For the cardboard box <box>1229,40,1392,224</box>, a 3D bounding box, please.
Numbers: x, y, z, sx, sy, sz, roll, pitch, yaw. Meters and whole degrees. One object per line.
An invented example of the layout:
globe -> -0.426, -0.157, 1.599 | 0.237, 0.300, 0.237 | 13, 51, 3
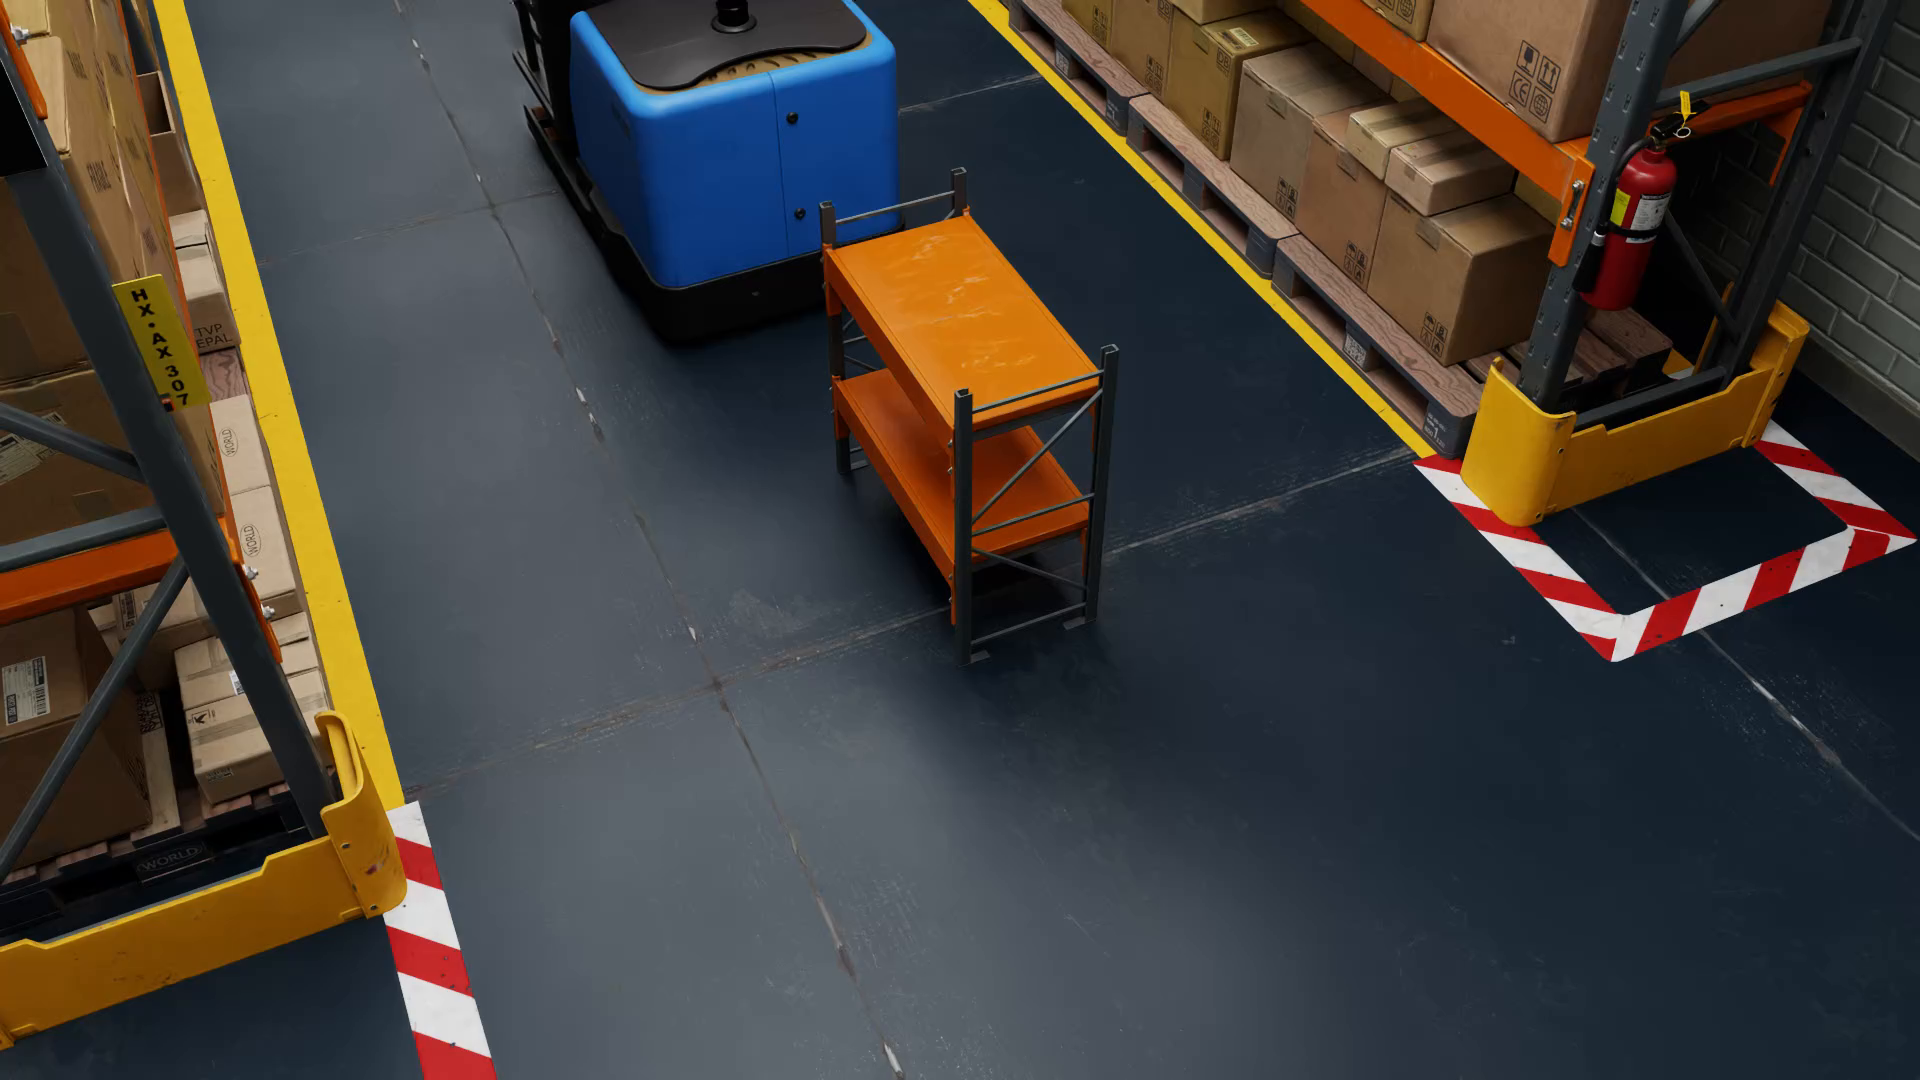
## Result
cardboard box -> 1.562, -1.709, 6.827 | 0.700, 0.500, 0.500 | -19, 48, -19

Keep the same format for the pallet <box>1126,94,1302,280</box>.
pallet -> 1.453, -1.664, 7.286 | 1.003, 0.211, 1.213 | -18, 47, -17

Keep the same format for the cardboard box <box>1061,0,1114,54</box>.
cardboard box -> 0.909, -2.696, 7.827 | 0.700, 0.500, 0.500 | -17, 47, -17

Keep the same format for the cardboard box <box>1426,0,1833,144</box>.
cardboard box -> 2.146, -1.823, 5.248 | 0.980, 0.700, 0.700 | -16, 47, -16

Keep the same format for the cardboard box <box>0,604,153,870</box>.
cardboard box -> -2.575, 0.531, 4.543 | 0.500, 0.500, 0.500 | -18, 47, -17

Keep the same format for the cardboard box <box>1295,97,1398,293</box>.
cardboard box -> 1.774, -1.389, 6.503 | 0.700, 0.500, 0.500 | -18, 47, -18

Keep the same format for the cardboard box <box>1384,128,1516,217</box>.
cardboard box -> 1.765, -1.329, 5.980 | 0.380, 0.149, 0.250 | -19, 48, -18

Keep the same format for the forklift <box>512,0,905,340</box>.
forklift -> -1.319, -2.856, 6.558 | 1.130, 2.935, 3.031 | -19, 48, -18

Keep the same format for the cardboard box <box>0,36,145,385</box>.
cardboard box -> -2.071, -0.681, 3.521 | 0.500, 0.500, 0.500 | -17, 47, -16

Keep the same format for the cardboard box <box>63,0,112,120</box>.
cardboard box -> -2.503, -1.332, 4.181 | 0.500, 0.500, 0.500 | -17, 47, -17

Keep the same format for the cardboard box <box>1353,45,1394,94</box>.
cardboard box -> 1.792, -1.925, 6.584 | 0.380, 0.149, 0.250 | -17, 47, -17

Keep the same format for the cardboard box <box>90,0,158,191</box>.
cardboard box -> -2.710, -1.292, 4.852 | 0.500, 0.500, 0.500 | -17, 47, -17

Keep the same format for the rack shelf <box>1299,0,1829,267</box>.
rack shelf -> 1.529, -2.412, 6.571 | 1.077, 0.370, 4.000 | -18, 47, -17

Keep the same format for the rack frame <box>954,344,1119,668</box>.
rack frame -> 0.217, -0.072, 5.022 | 0.500, 1.125, 0.032 | -18, 47, -17

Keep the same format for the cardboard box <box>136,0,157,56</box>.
cardboard box -> -4.022, -2.461, 7.575 | 0.500, 0.500, 0.500 | -17, 47, -17

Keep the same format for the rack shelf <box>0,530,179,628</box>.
rack shelf -> -2.964, -1.017, 5.018 | 0.919, 0.124, 3.809 | -18, 47, -17

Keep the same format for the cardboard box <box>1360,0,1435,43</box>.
cardboard box -> 1.830, -2.283, 5.715 | 0.980, 0.700, 0.700 | -18, 48, -18

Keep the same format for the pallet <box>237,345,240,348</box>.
pallet -> -3.517, -1.047, 6.661 | 1.003, 0.211, 1.213 | -18, 47, -17

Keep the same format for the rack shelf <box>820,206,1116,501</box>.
rack shelf -> 0.003, -0.604, 5.145 | 0.538, 0.278, 1.000 | -18, 47, -17

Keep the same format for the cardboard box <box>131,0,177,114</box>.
cardboard box -> -3.788, -2.125, 7.234 | 0.500, 0.500, 0.500 | -20, 48, -19

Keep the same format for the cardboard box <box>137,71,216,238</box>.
cardboard box -> -3.308, -1.465, 6.566 | 0.500, 0.500, 0.500 | -18, 47, -17

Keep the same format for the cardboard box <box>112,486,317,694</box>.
cardboard box -> -2.305, 0.145, 5.112 | 0.500, 0.250, 0.500 | -18, 47, -17

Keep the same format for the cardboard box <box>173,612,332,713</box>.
cardboard box -> -2.093, 0.396, 4.917 | 0.380, 0.166, 0.250 | -18, 47, -17

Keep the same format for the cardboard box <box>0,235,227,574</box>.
cardboard box -> -2.071, -0.325, 3.872 | 0.500, 0.500, 0.500 | -17, 47, -17

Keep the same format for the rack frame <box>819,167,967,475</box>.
rack frame -> -0.211, -0.720, 5.679 | 0.500, 1.125, 0.032 | -18, 47, -17

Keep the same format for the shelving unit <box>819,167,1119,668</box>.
shelving unit -> 0.003, -0.396, 5.351 | 0.538, 1.125, 1.048 | -18, 47, -17

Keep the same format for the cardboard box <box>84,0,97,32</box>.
cardboard box -> -2.718, -1.655, 4.509 | 0.500, 0.500, 0.500 | -18, 48, -18

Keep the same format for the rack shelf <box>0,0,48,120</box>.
rack shelf -> -2.964, -2.015, 4.033 | 1.077, 0.370, 4.000 | -18, 47, -17

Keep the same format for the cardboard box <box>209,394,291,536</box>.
cardboard box -> -2.515, -0.174, 5.435 | 0.500, 0.250, 0.500 | -18, 47, -17

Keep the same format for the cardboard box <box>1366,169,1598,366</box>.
cardboard box -> 1.985, -1.070, 6.180 | 0.700, 0.500, 0.500 | -18, 47, -17

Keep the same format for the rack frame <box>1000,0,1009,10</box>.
rack frame -> 0.688, -3.943, 7.610 | 1.000, 3.000, 0.127 | -18, 47, -17

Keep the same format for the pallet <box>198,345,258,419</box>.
pallet -> -3.000, -0.269, 5.872 | 1.003, 0.211, 1.213 | -18, 47, -17

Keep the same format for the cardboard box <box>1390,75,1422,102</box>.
cardboard box -> 1.900, -1.763, 6.420 | 0.380, 0.149, 0.250 | -18, 47, -17

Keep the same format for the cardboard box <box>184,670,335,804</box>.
cardboard box -> -1.988, 0.561, 4.762 | 0.380, 0.149, 0.250 | -18, 47, -17

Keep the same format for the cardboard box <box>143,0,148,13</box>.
cardboard box -> -4.225, -2.782, 7.900 | 0.500, 0.500, 0.500 | -17, 47, -17

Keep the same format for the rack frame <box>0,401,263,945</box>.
rack frame -> -2.120, 0.070, 3.543 | 0.949, 2.616, 0.053 | -18, 47, -17

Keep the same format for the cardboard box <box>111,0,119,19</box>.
cardboard box -> -3.144, -1.942, 5.512 | 0.500, 0.500, 0.500 | -17, 47, -16

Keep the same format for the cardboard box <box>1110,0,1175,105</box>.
cardboard box -> 1.117, -2.375, 7.502 | 0.700, 0.500, 0.500 | -18, 48, -18

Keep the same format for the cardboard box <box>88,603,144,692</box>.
cardboard box -> -2.664, 0.365, 4.949 | 0.380, 0.166, 0.250 | -18, 47, -17

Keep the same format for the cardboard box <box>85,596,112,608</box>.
cardboard box -> -2.948, 0.005, 5.253 | 0.500, 0.250, 0.500 | -18, 47, -17

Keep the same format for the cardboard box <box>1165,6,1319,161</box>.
cardboard box -> 1.331, -2.047, 7.170 | 0.700, 0.500, 0.500 | -17, 47, -16

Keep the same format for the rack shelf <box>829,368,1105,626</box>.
rack shelf -> 0.003, -0.222, 5.522 | 0.538, 0.278, 1.000 | -18, 47, -17
